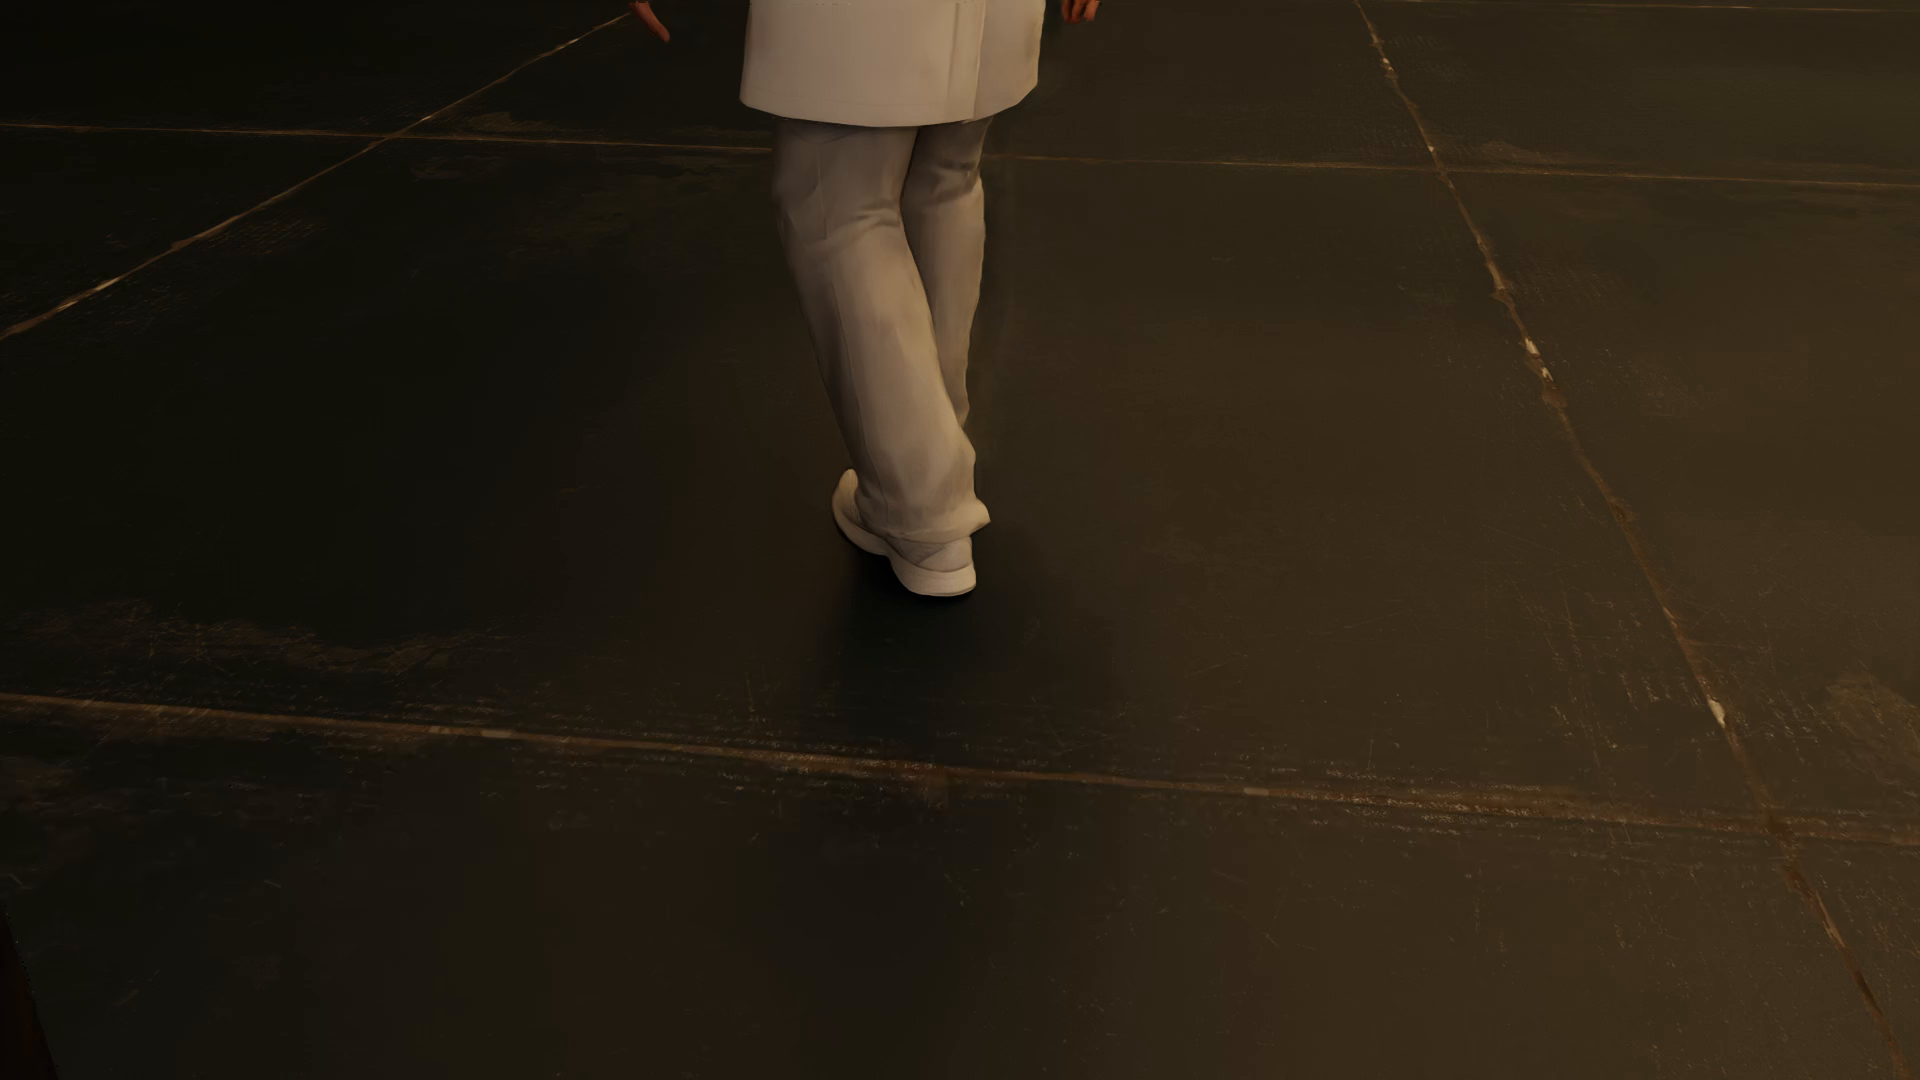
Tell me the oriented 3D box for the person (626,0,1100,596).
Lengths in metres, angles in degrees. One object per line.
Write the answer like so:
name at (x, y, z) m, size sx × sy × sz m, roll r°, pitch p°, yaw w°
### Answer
person at (-0.117, -0.828, 2.196) m, size 0.727 × 1.760 × 0.599 m, roll -22°, pitch 34°, yaw -37°
